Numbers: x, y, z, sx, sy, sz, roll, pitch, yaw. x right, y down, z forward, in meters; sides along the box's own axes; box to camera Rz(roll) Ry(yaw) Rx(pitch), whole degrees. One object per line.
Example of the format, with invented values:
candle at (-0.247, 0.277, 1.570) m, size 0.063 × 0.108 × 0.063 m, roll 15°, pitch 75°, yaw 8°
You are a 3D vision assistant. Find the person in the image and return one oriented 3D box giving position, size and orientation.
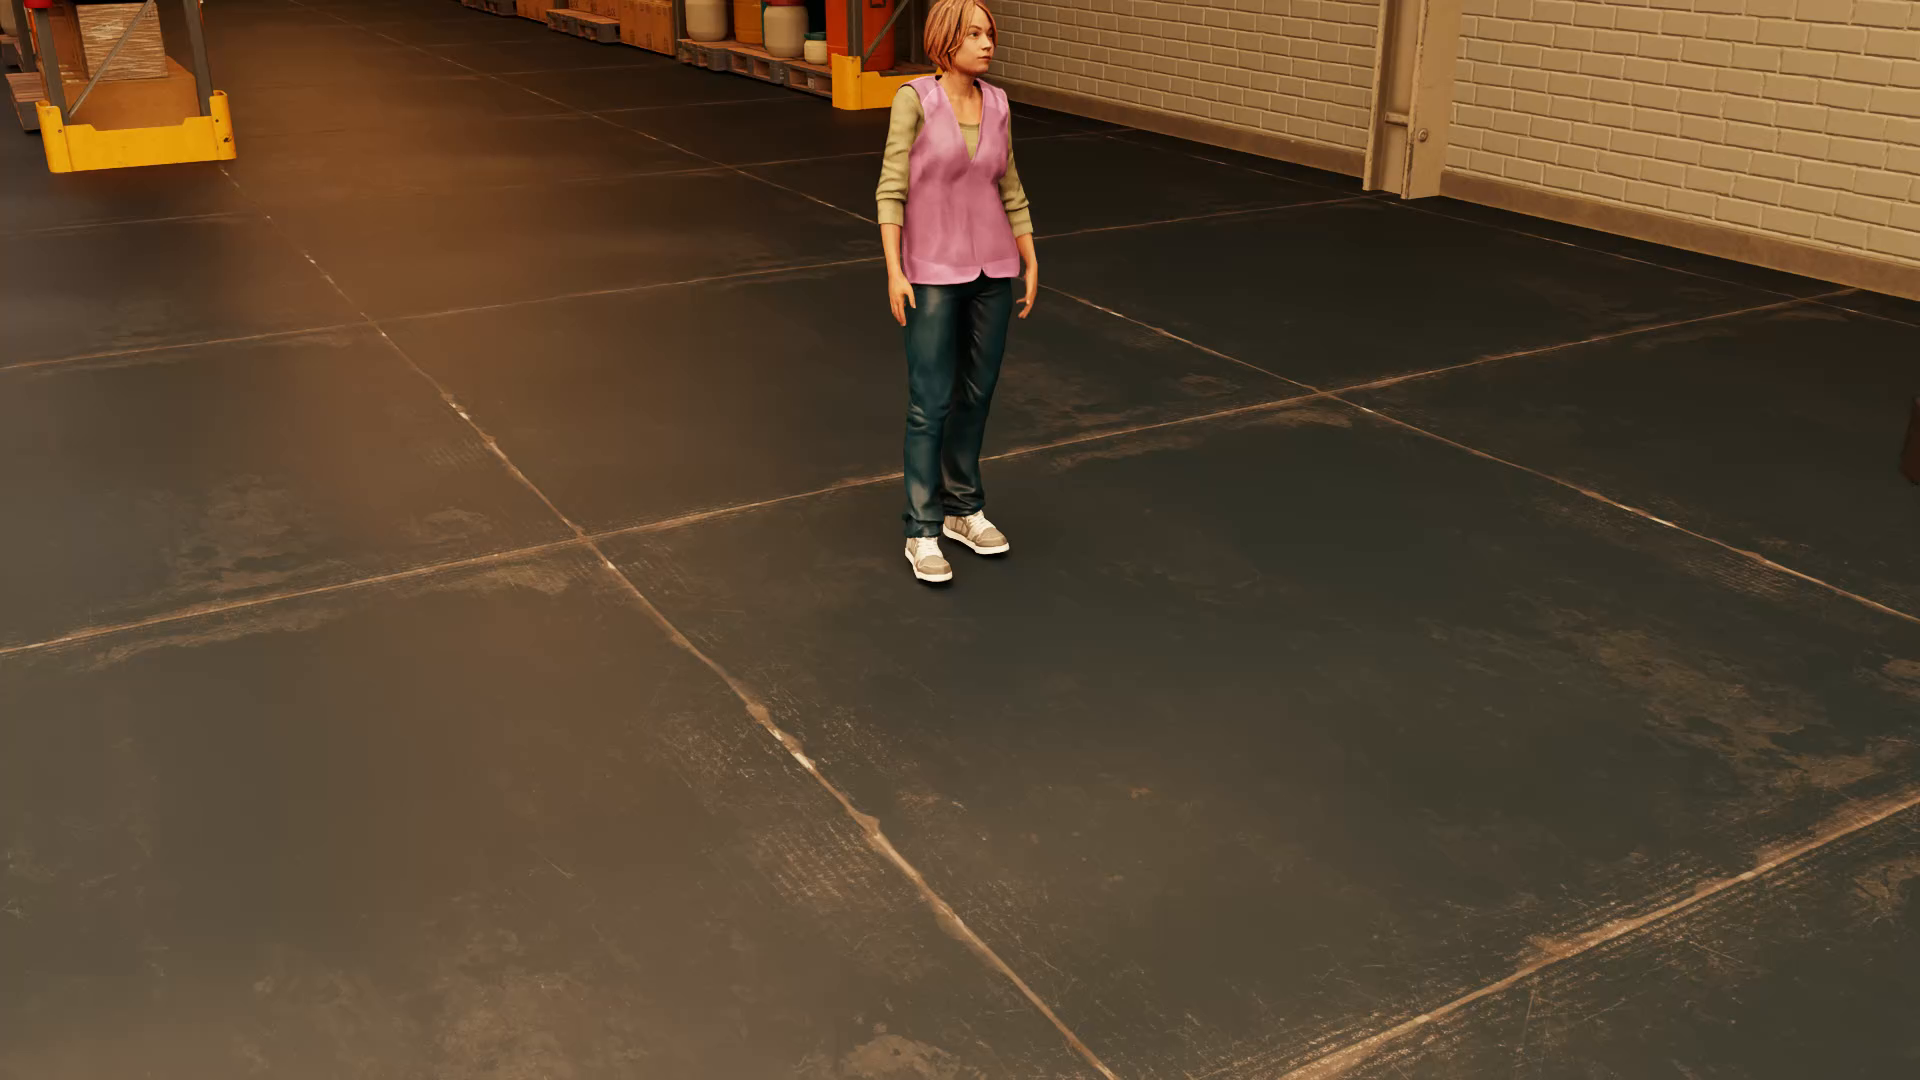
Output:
person at (0.025, -0.719, 4.762) m, size 0.520 × 1.599 × 0.473 m, roll -12°, pitch 25°, yaw -28°

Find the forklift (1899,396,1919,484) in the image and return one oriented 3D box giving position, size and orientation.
forklift at (4.616, -1.341, 4.542) m, size 3.031 × 2.935 × 1.130 m, roll 0°, pitch 22°, yaw 1°
